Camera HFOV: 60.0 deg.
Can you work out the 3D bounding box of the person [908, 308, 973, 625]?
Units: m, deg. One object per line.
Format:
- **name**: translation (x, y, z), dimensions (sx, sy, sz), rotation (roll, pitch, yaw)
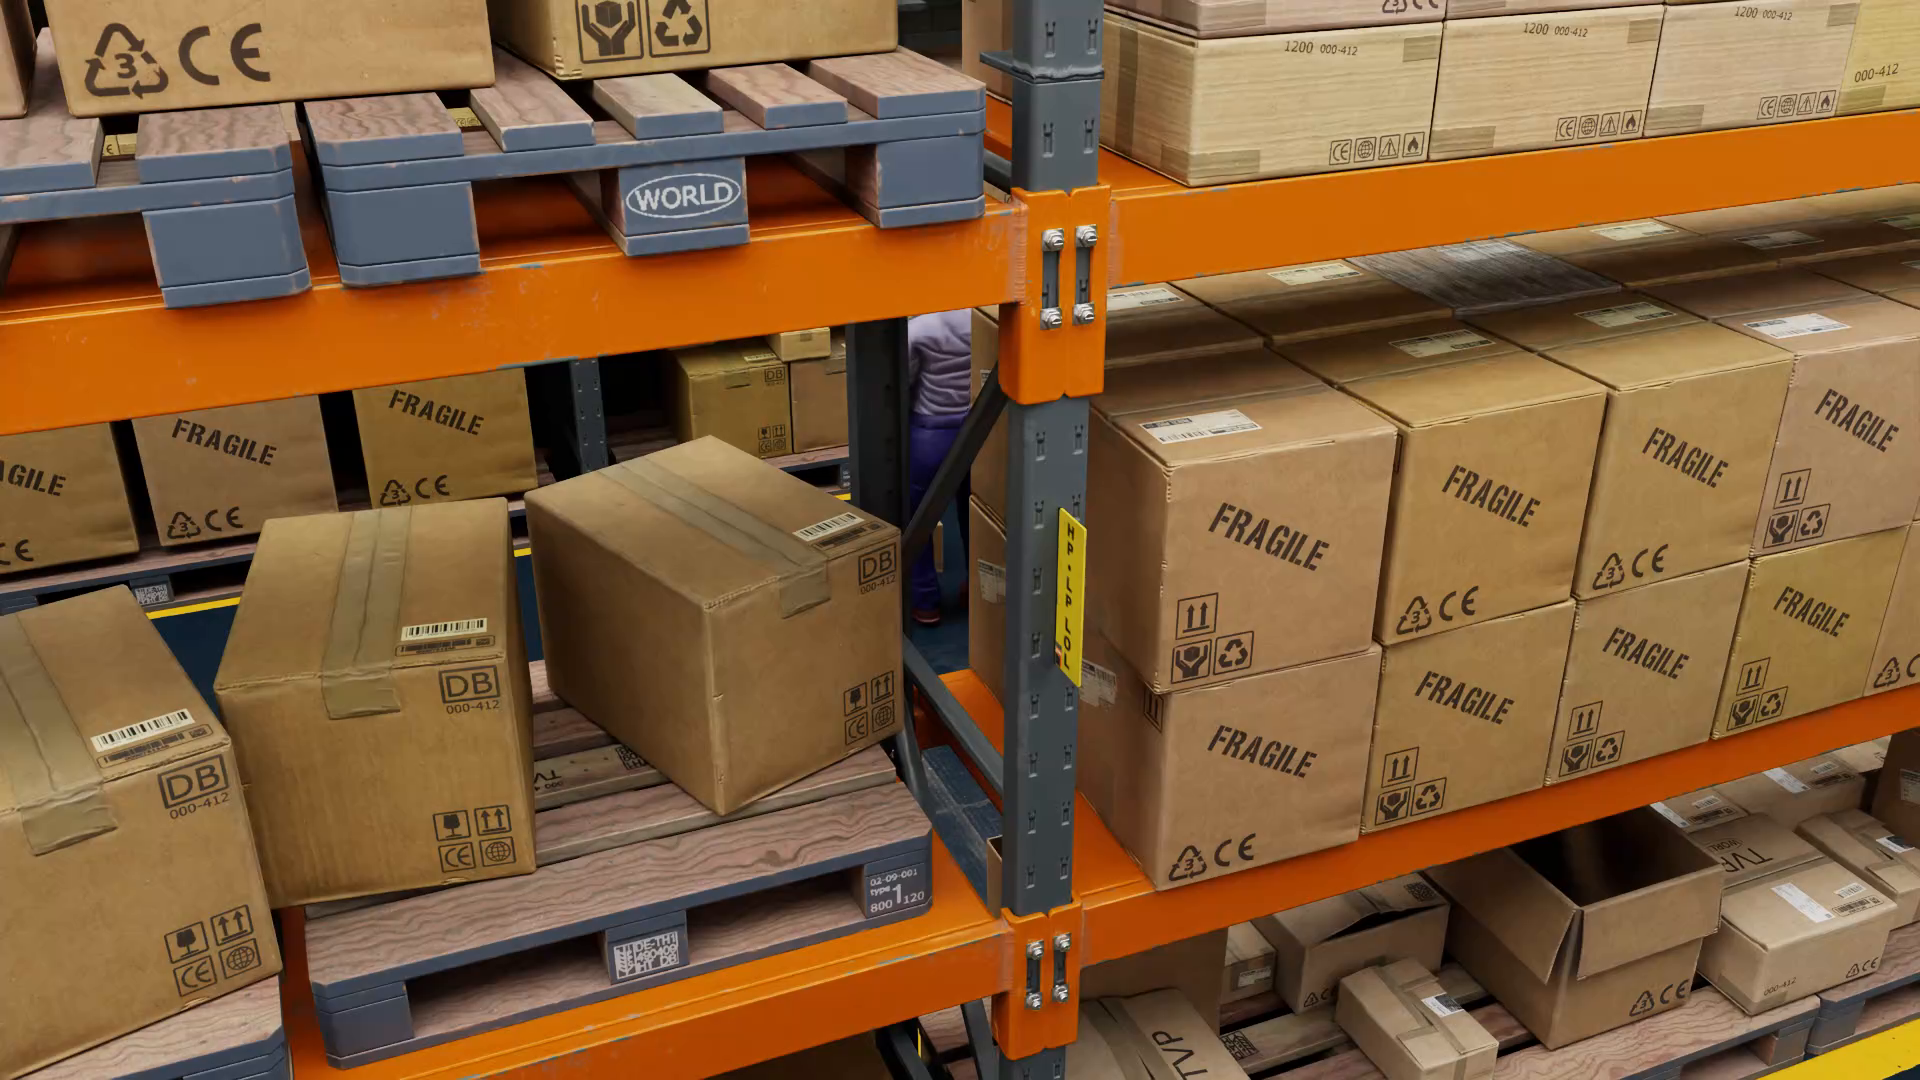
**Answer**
- **person**: translation (-0.071, -0.397, 7.005), dimensions (0.496, 1.604, 0.396), rotation (-10, 28, -19)
